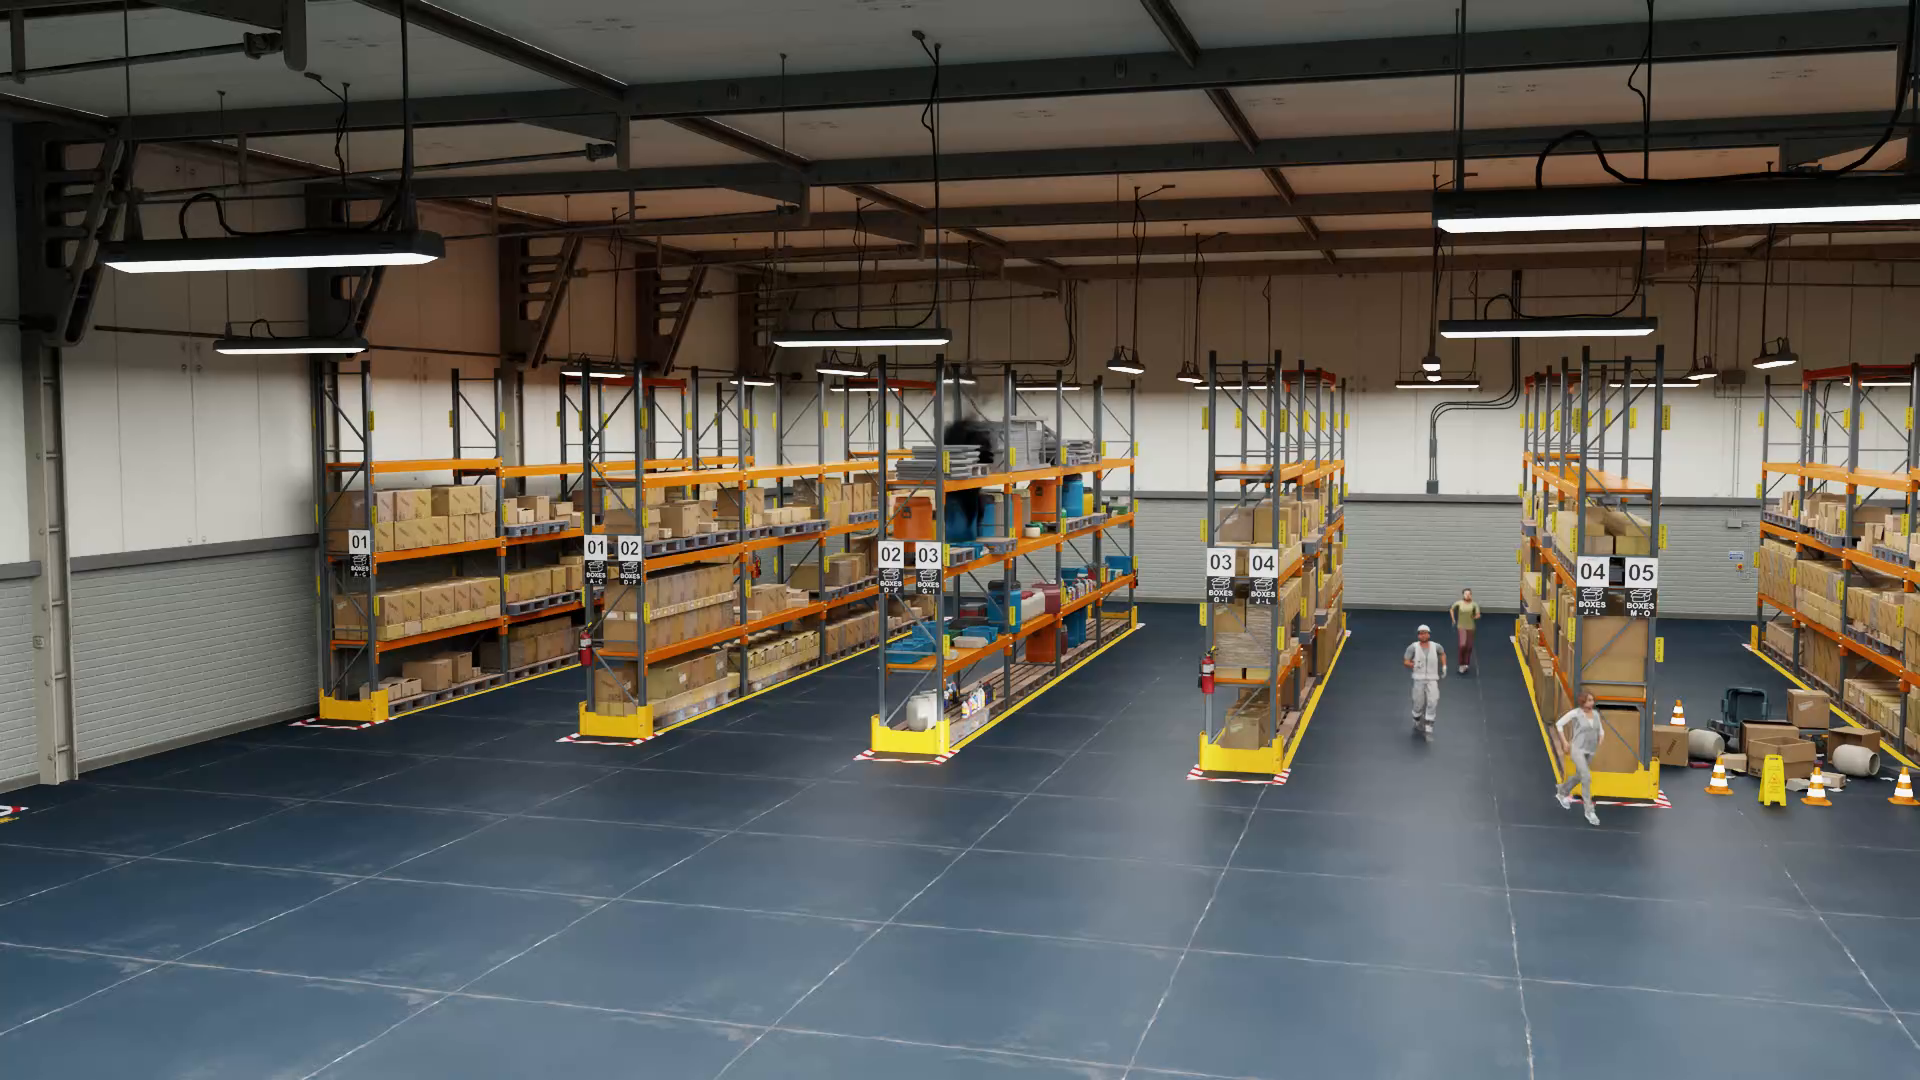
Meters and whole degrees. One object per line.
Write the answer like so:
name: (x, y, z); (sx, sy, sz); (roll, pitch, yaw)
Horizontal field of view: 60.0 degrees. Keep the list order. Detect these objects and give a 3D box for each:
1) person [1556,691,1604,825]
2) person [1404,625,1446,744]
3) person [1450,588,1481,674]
person: (7.851, 2.696, 20.978); (0.546, 1.610, 0.853); (-2, 4, -22)
person: (7.343, 2.244, 26.245); (0.669, 1.812, 0.893); (1, 4, 11)
person: (10.072, 1.805, 33.102); (0.545, 1.700, 0.697); (0, 4, 6)
